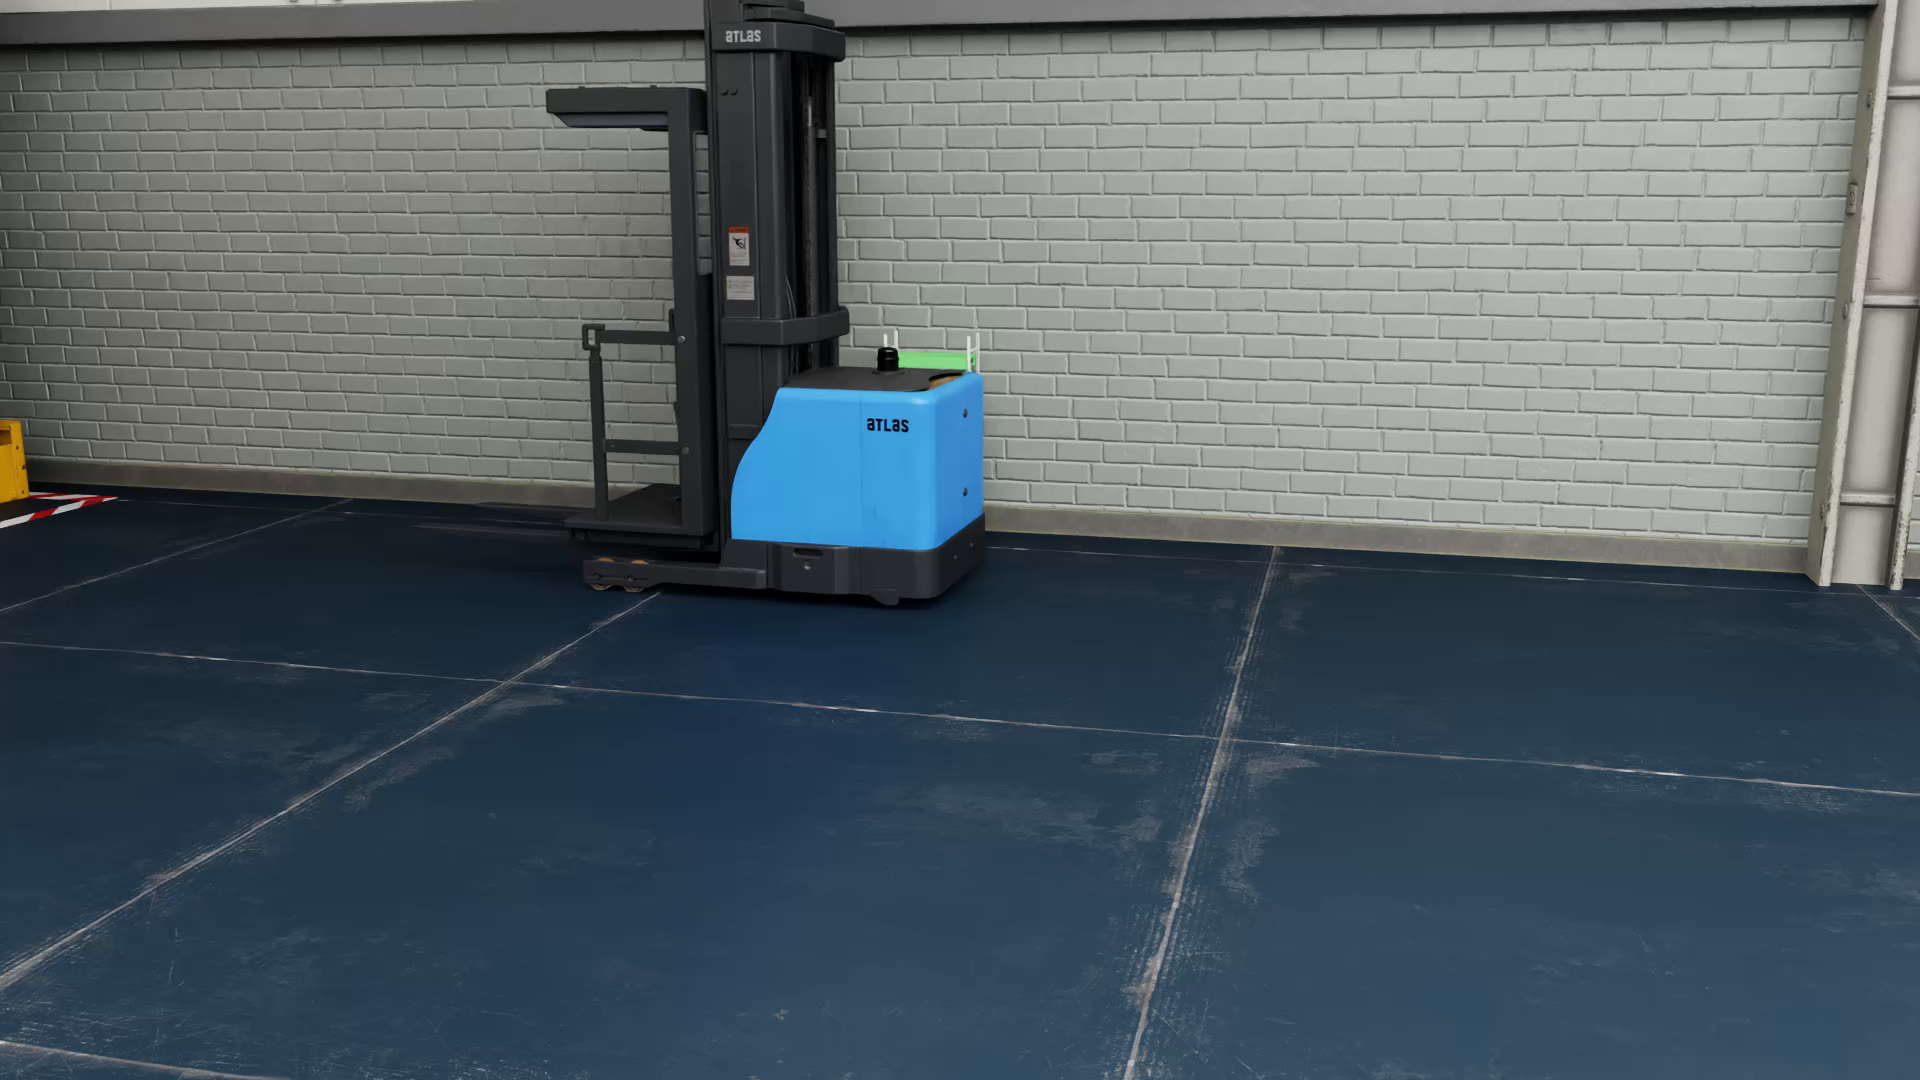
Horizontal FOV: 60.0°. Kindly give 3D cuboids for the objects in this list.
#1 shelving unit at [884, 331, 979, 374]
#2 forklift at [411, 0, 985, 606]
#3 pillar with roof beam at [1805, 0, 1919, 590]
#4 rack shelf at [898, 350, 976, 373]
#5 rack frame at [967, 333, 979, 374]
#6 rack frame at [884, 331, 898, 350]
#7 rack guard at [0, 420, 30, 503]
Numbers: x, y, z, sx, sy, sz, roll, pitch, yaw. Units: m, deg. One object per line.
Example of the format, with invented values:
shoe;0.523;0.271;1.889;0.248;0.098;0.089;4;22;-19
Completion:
shelving unit;-0.161;-0.594;9.642;0.503;1.200;0.258;3;13;14
forklift;-1.439;-1.266;8.675;3.031;2.935;1.130;4;13;16
pillar with roof beam;3.670;-3.273;3.710;0.400;9.000;9.100;3;13;14
rack shelf;-0.161;-1.001;9.552;0.480;0.148;0.258;3;13;14
rack frame;0.076;-0.582;9.585;0.015;1.200;0.240;3;13;14
rack frame;-0.398;-0.607;9.700;0.015;1.200;0.240;3;13;14
rack guard;-6.465;-0.425;10.495;0.348;0.500;1.175;3;13;14
